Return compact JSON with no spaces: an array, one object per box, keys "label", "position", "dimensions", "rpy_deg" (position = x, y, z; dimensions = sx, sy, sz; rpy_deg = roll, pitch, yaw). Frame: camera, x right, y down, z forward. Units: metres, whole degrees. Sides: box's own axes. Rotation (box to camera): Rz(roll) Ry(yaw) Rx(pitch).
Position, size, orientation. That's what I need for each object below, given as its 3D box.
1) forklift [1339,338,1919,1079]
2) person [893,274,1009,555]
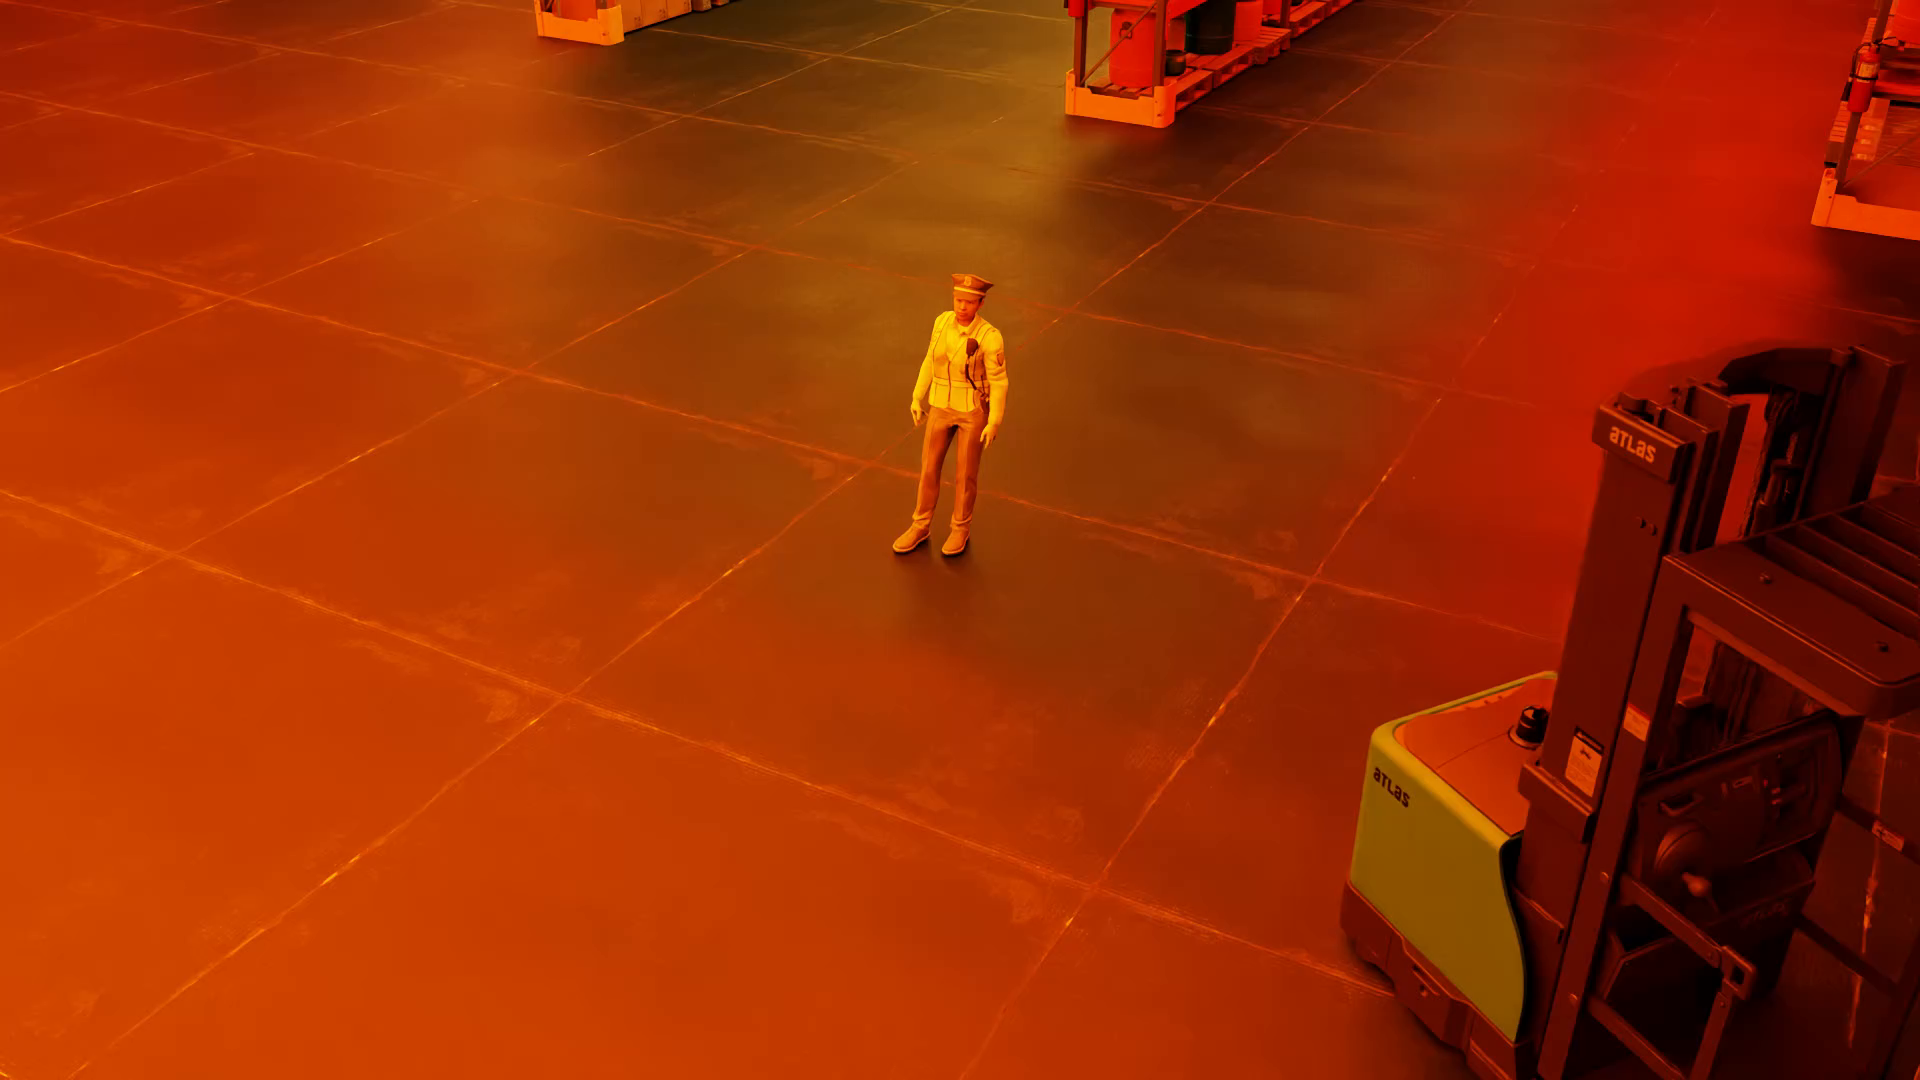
[{"label":"forklift","position":[2.708,0.956,5.415],"dimensions":[1.130,2.935,3.031],"rpy_deg":[-14,33,-22]},{"label":"person","position":[-0.040,-0.712,9.526],"dimensions":[0.586,1.694,0.530],"rpy_deg":[15,33,25]}]
